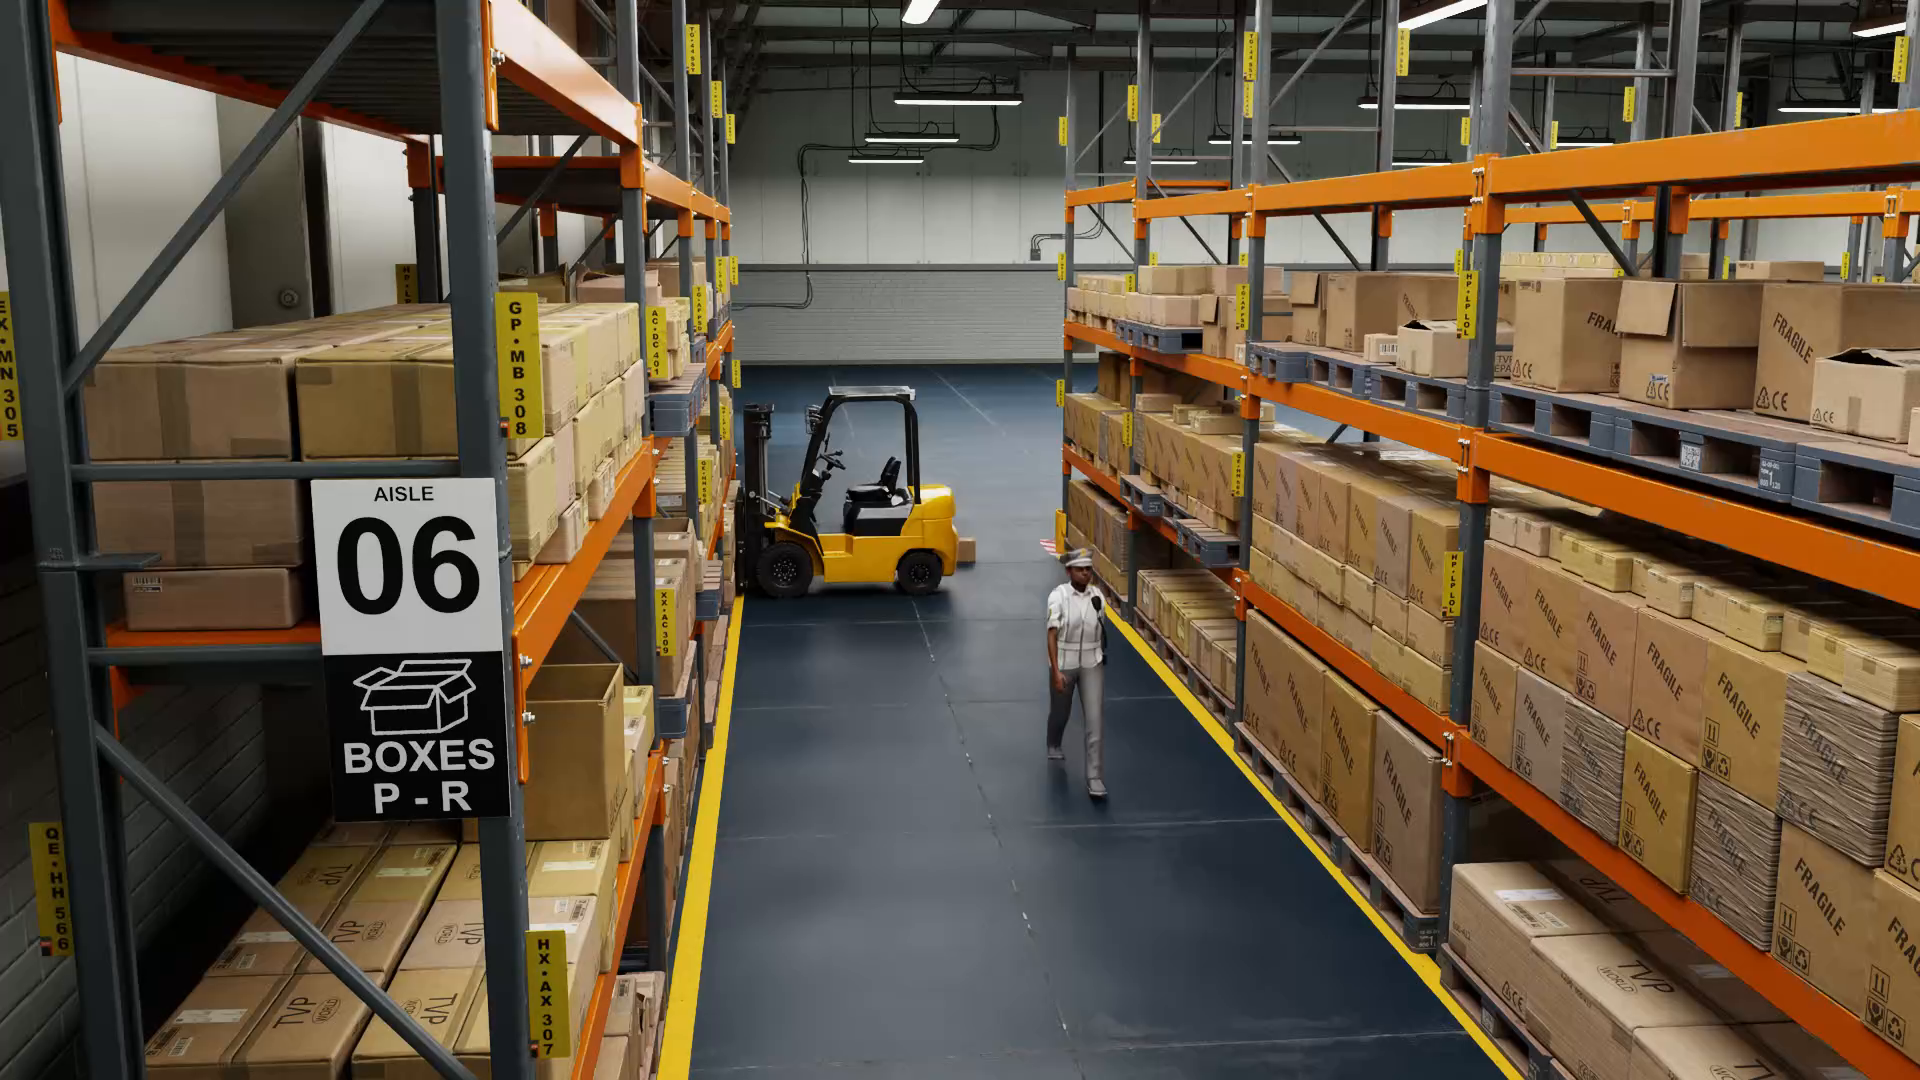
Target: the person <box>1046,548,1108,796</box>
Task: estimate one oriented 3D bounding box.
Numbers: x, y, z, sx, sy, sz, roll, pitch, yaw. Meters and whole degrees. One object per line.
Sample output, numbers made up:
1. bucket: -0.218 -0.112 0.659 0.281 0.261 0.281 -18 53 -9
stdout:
1. person: 0.802 0.857 11.487 0.435 1.644 0.978 -1 10 -8
